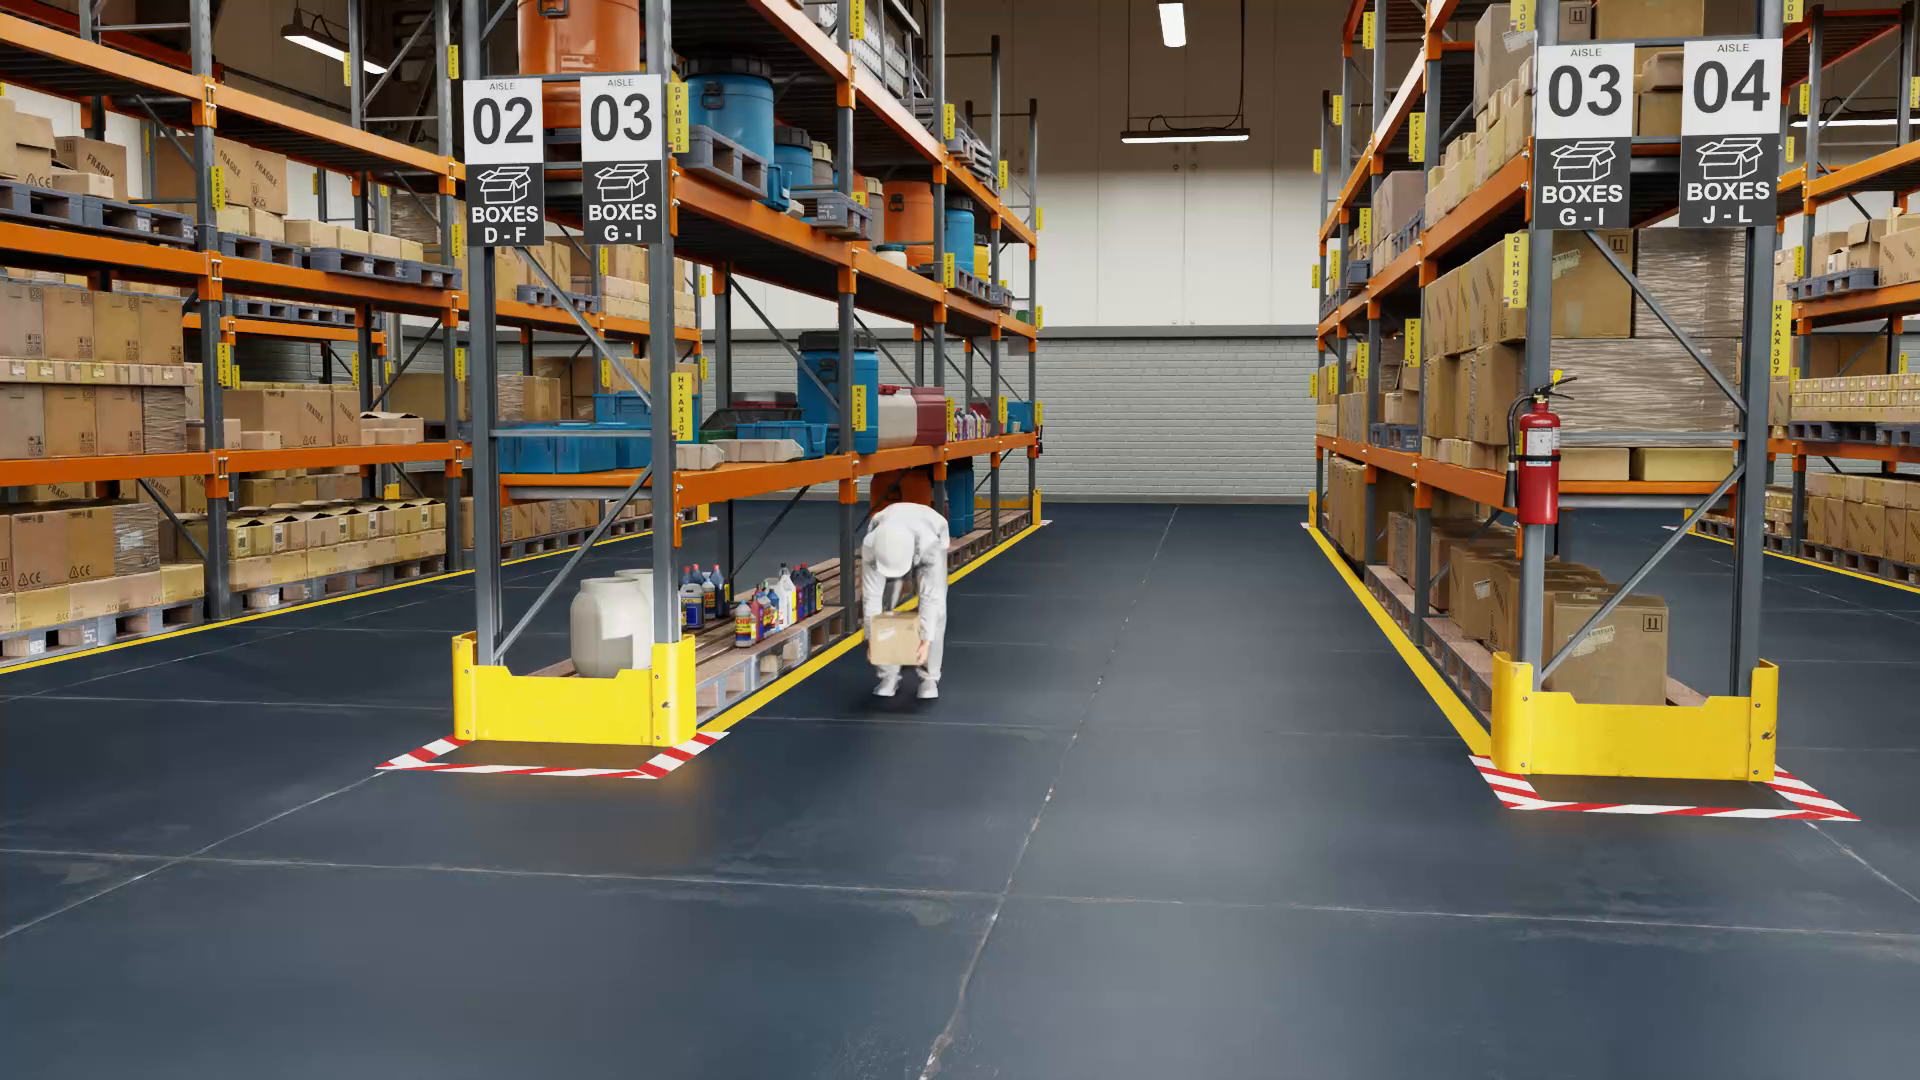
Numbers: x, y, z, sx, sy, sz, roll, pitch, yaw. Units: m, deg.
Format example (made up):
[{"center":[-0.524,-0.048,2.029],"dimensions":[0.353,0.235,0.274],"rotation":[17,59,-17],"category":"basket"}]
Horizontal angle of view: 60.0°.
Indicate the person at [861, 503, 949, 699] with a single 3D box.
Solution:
[{"center":[-0.318,0.354,9.248],"dimensions":[0.466,1.101,1.012],"rotation":[0,4,6],"category":"person"}]
